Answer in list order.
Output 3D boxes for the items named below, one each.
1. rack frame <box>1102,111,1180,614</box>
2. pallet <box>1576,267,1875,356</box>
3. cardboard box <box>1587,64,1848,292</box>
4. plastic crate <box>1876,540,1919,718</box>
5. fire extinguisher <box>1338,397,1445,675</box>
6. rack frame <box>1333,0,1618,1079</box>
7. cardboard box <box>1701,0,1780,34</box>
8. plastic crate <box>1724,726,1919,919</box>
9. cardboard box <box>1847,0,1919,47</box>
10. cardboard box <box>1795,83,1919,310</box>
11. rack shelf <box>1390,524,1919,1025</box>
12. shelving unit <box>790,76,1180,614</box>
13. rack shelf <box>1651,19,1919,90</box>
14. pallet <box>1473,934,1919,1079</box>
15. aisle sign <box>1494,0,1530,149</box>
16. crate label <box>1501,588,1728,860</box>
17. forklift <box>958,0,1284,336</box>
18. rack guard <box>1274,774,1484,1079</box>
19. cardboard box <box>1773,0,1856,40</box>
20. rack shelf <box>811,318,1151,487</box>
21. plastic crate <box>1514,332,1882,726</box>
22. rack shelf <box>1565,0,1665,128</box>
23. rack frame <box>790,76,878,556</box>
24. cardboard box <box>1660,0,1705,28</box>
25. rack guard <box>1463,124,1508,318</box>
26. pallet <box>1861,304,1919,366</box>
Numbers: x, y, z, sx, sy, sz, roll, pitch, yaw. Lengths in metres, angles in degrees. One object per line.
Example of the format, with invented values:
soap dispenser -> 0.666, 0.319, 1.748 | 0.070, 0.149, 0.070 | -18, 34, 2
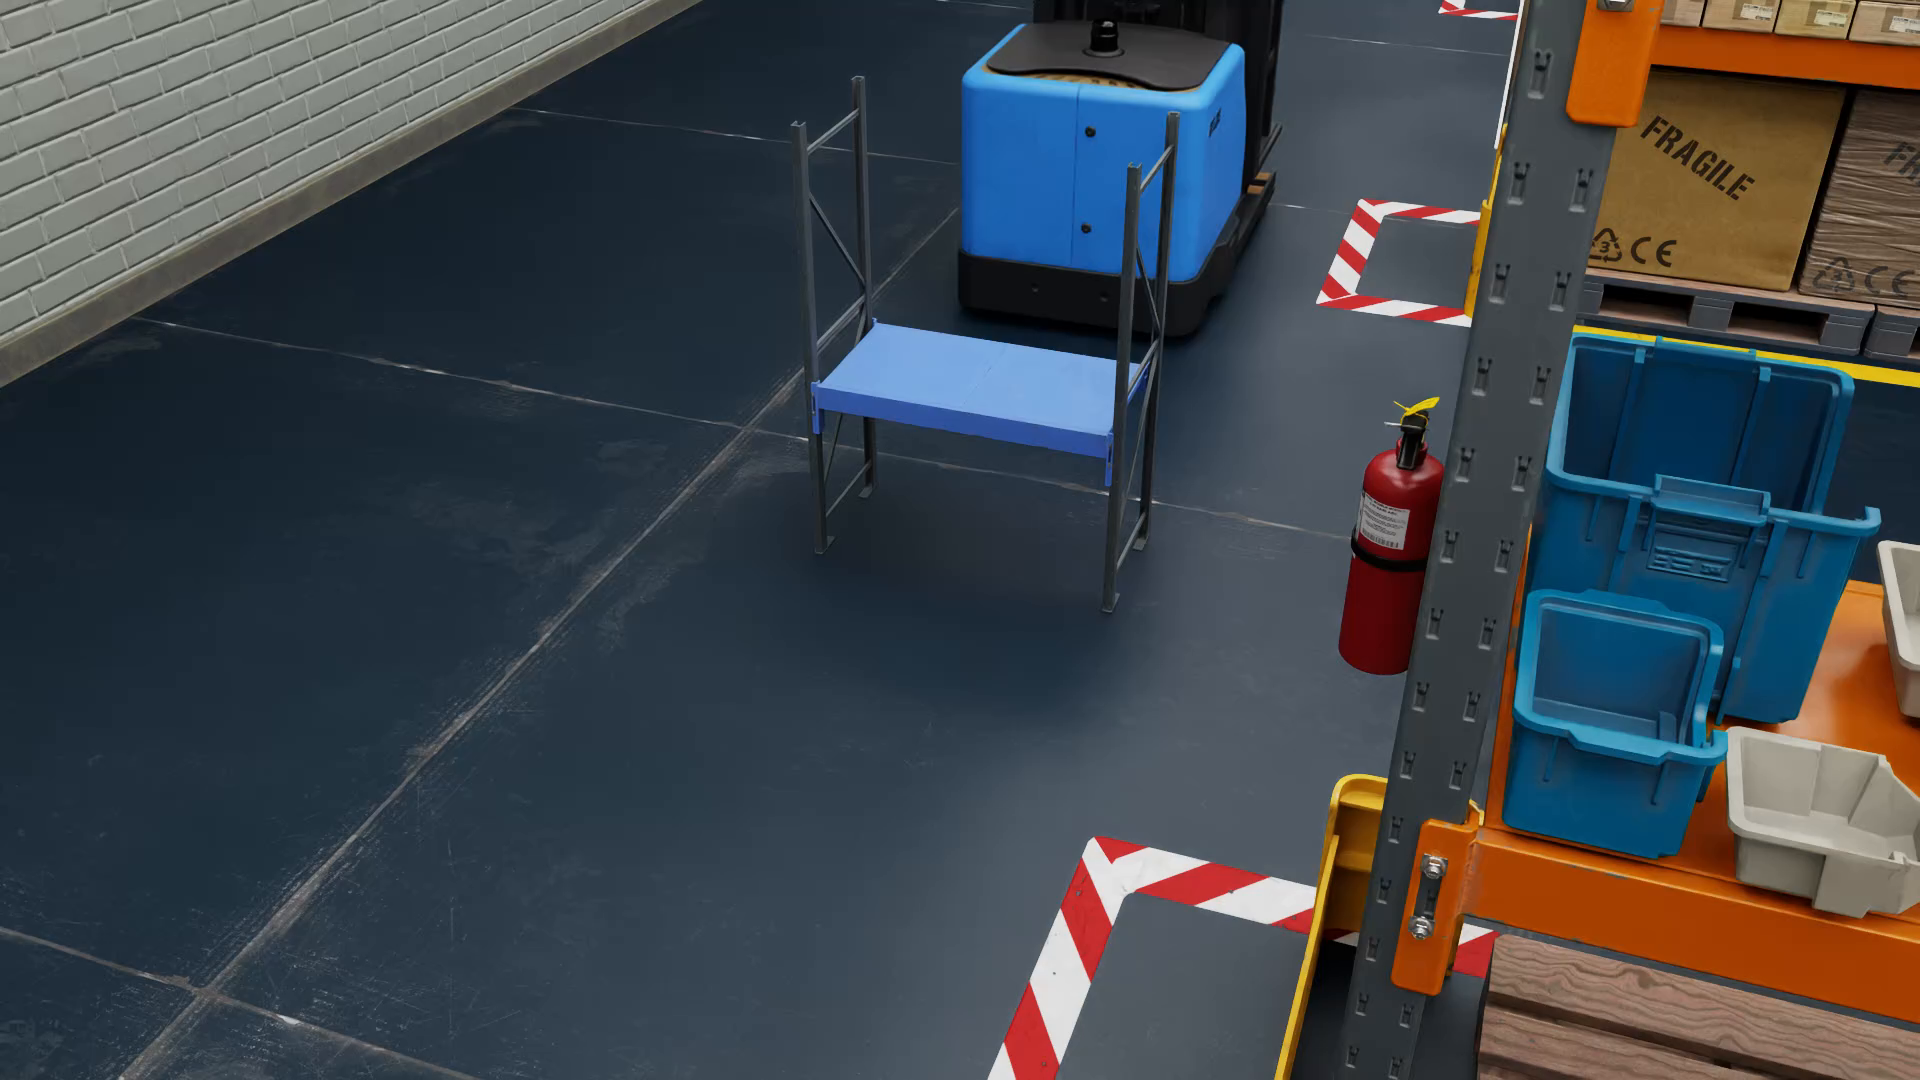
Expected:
rack frame -> 0.559, -0.521, 5.175 | 0.032, 1.500, 0.500 | 11, 34, 16
pallet -> 3.351, -1.216, 7.438 | 1.213, 0.211, 1.003 | 11, 34, 16
cardboard box -> 3.201, -1.701, 7.191 | 0.875, 0.875, 0.875 | 11, 34, 16
plastic crate -> 1.729, 0.178, 2.897 | 0.243, 0.136, 0.396 | 11, 34, 16
fire extinguisher -> 0.912, -0.035, 3.454 | 0.183, 0.674, 0.296 | 11, 34, 16
rack frame -> 0.901, 0.035, 2.930 | 0.127, 3.000, 1.000 | 11, 34, 16
cardboard box -> 3.037, -2.108, 6.482 | 0.250, 0.149, 0.380 | 11, 34, 16
plastic crate -> 1.296, 0.435, 2.498 | 0.298, 0.136, 0.250 | 11, 34, 16
cardboard box -> 3.524, -2.015, 6.336 | 0.250, 0.149, 0.380 | 10, 34, 16
cardboard box -> 4.058, -1.535, 6.933 | 0.875, 0.875, 0.875 | 11, 34, 16
rack shelf -> 2.783, 0.704, 2.558 | 4.000, 0.370, 1.077 | 11, 34, 16
shelving unit -> 0.080, -0.614, 5.319 | 1.048, 1.500, 0.538 | 11, 34, 16
rack shelf -> 4.454, -1.825, 6.475 | 4.000, 0.370, 1.077 | 11, 34, 16
pallet -> 1.664, 1.378, 3.422 | 1.213, 0.211, 1.003 | 11, 34, 16
aisle sign -> 0.733, -0.918, 2.010 | 0.004, 0.787, 0.394 | 11, 34, 16
crate label -> 1.022, 0.294, 2.628 | 0.303, 0.233, 0.416 | 11, 34, 16
forklift -> 0.949, -2.873, 7.498 | 1.130, 2.935, 3.031 | 11, 34, 16
rack guard -> 0.874, 1.088, 3.604 | 0.348, 0.500, 1.175 | 11, 34, 16
cardboard box -> 3.278, -2.062, 6.409 | 0.250, 0.149, 0.380 | 10, 34, 15
rack shelf -> 0.080, -0.463, 5.417 | 1.000, 0.185, 0.538 | 11, 34, 16
plastic crate -> 1.279, -0.039, 2.957 | 0.499, 0.435, 0.616 | 11, 34, 16
rack shelf -> 2.783, -0.556, 1.744 | 4.000, 0.370, 1.077 | 11, 34, 16
rack frame -> -0.398, -0.708, 5.463 | 0.032, 1.500, 0.500 | 11, 34, 16
cardboard box -> 2.795, -2.155, 6.553 | 0.250, 0.149, 0.380 | 11, 35, 17
rack guard -> 2.549, -1.448, 7.532 | 0.348, 0.500, 1.175 | 11, 34, 16
pallet -> 4.495, -0.992, 7.091 | 1.213, 0.211, 1.003 | 11, 34, 16
